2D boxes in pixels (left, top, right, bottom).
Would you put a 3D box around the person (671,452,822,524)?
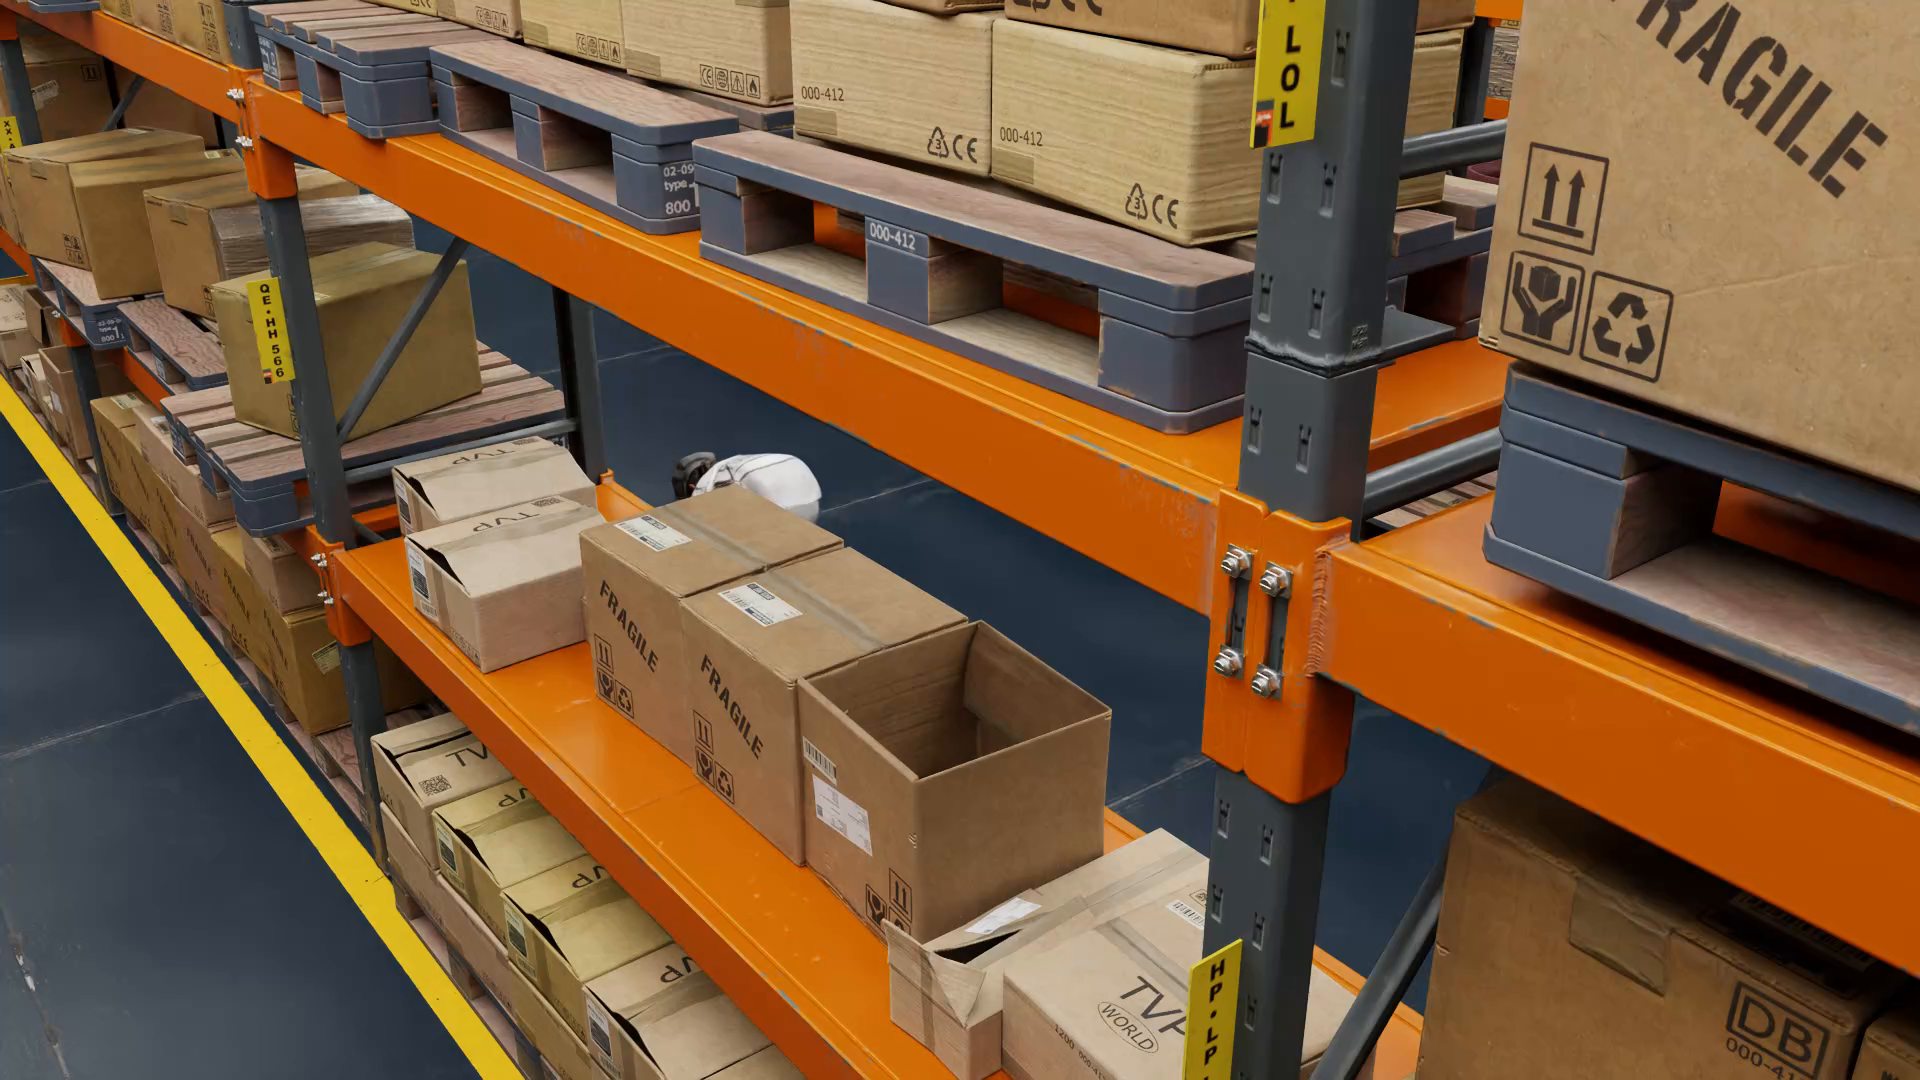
[{"bbox_3d":[-0.979,-0.019,7.585,0.450,0.876,0.881,-20,32,-36],"label":"person"}]
